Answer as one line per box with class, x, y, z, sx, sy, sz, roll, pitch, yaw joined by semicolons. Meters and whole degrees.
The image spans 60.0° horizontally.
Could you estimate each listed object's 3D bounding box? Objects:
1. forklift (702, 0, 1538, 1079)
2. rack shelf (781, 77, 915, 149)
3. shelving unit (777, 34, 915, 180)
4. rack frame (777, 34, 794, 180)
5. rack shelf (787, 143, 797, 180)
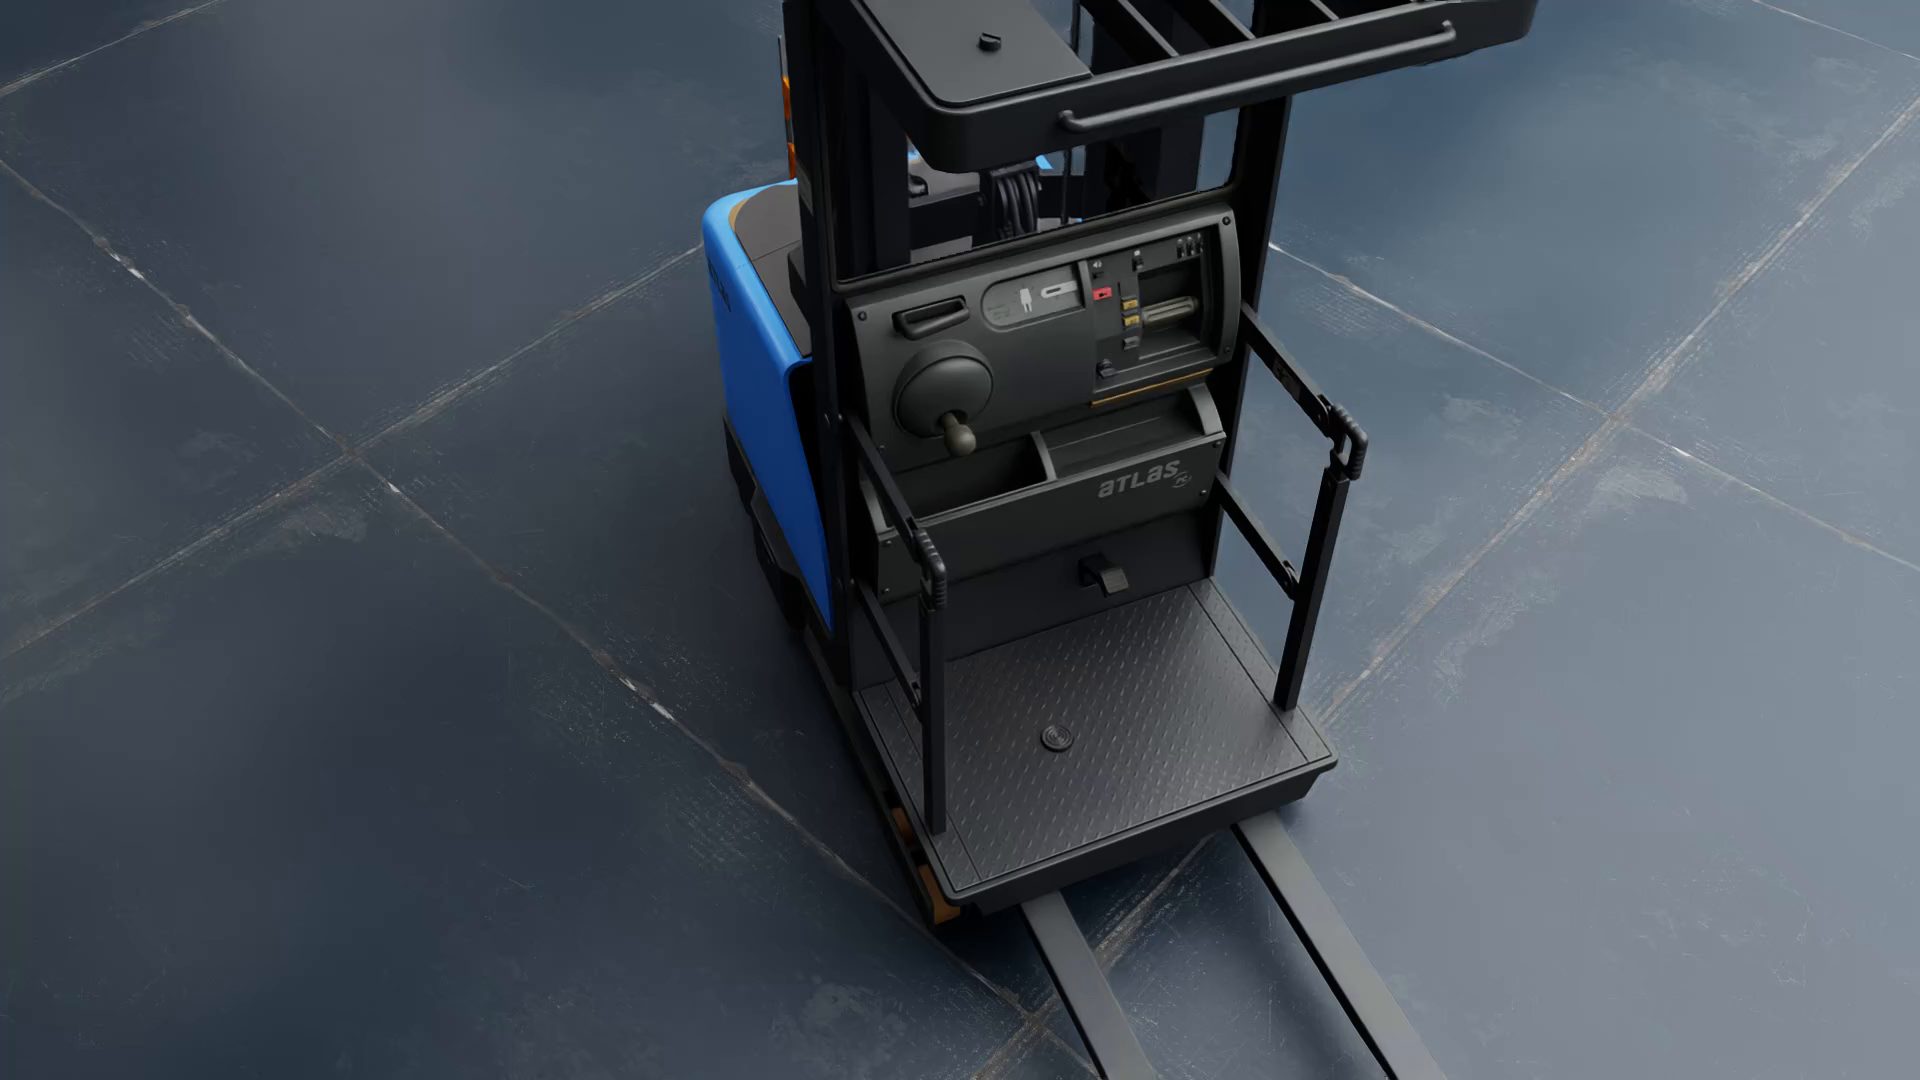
forklift;0.292;-0.371;3.588;1.130;2.935;3.031;-17;49;-15
rack shelf;-0.323;-1.272;5.082;0.258;0.148;0.480;-23;51;-20
shelving unit;-0.323;-1.003;5.369;0.258;1.200;0.503;-23;51;-20
rack frame;-0.446;-1.157;5.513;0.240;1.200;0.015;-23;51;-20
rack shelf;-0.323;-1.110;5.255;0.258;0.148;0.480;-23;51;-20
